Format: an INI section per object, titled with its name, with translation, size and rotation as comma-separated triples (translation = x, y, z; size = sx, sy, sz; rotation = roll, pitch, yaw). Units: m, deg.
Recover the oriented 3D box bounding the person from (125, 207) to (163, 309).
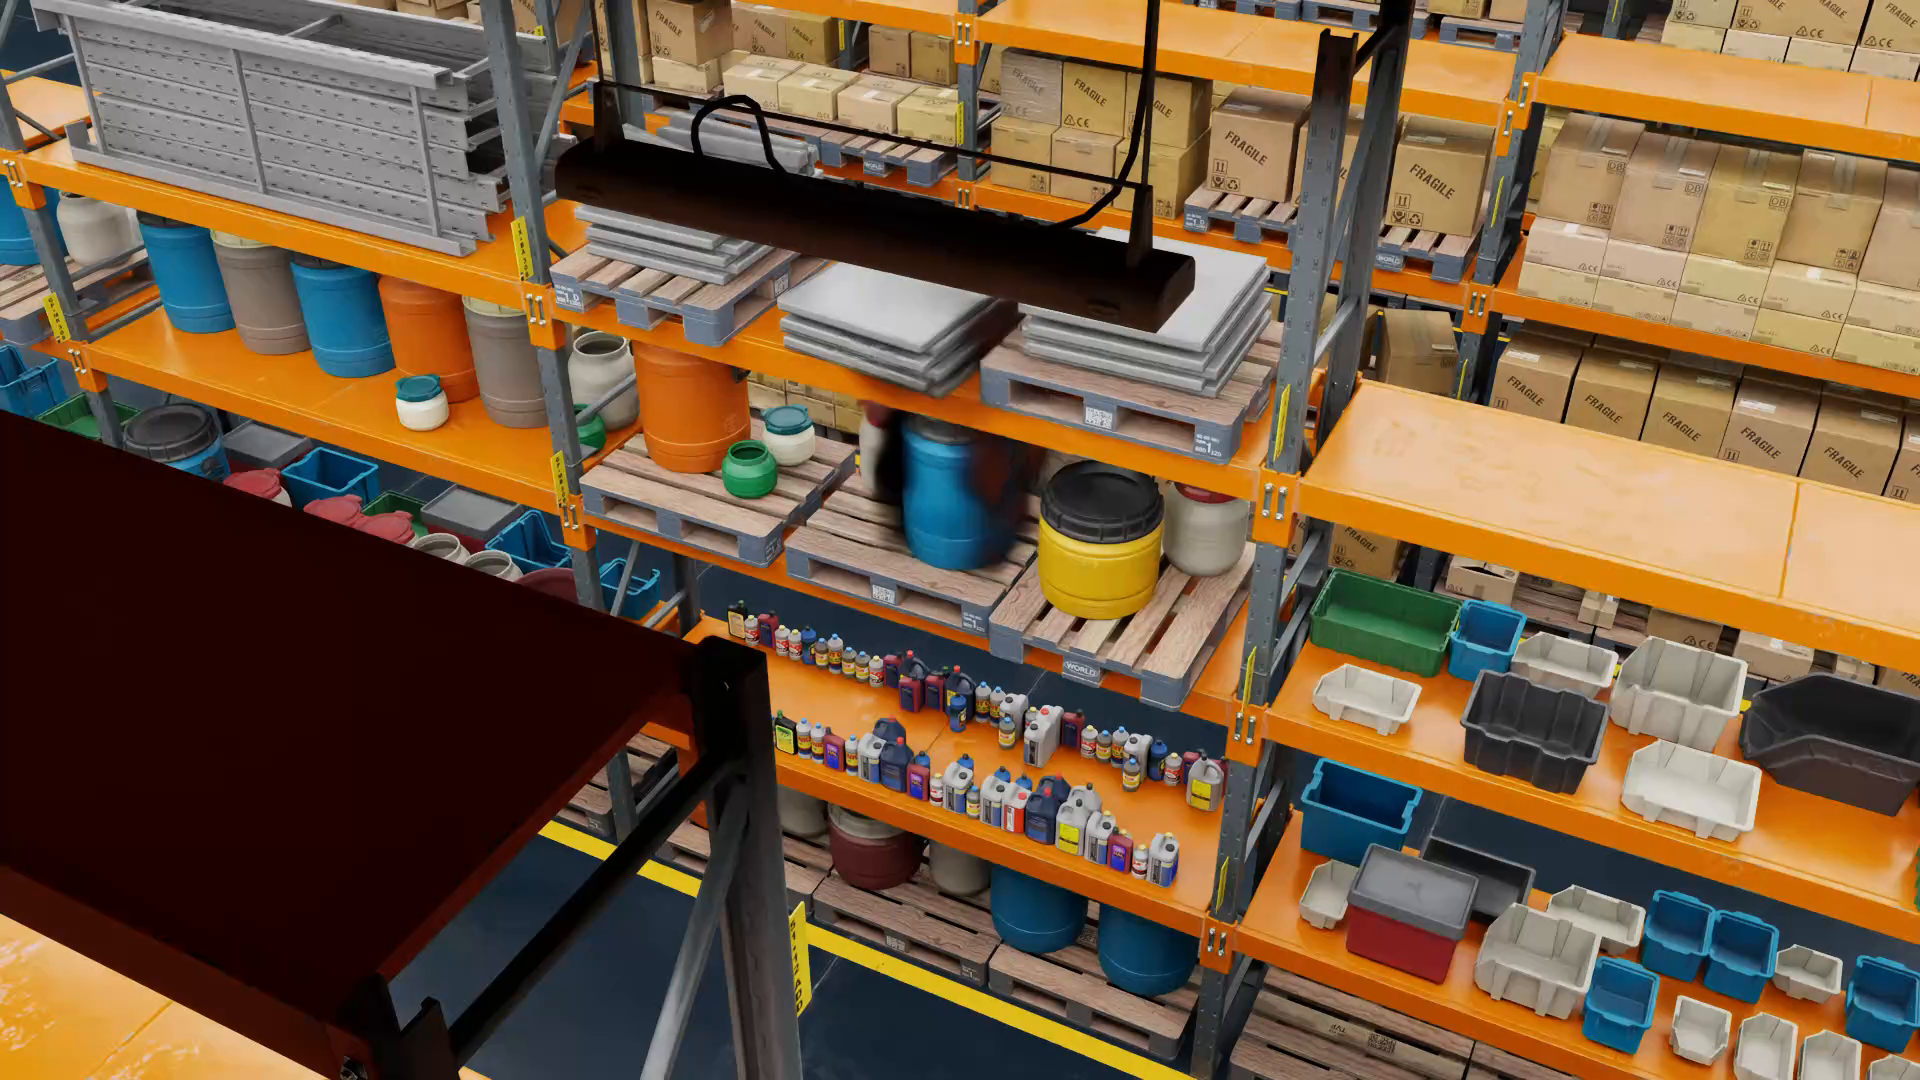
[person]
translation = -8.130, -2.866, 16.552
size = 0.432, 1.691, 0.761
rotation = -6, 35, -8
